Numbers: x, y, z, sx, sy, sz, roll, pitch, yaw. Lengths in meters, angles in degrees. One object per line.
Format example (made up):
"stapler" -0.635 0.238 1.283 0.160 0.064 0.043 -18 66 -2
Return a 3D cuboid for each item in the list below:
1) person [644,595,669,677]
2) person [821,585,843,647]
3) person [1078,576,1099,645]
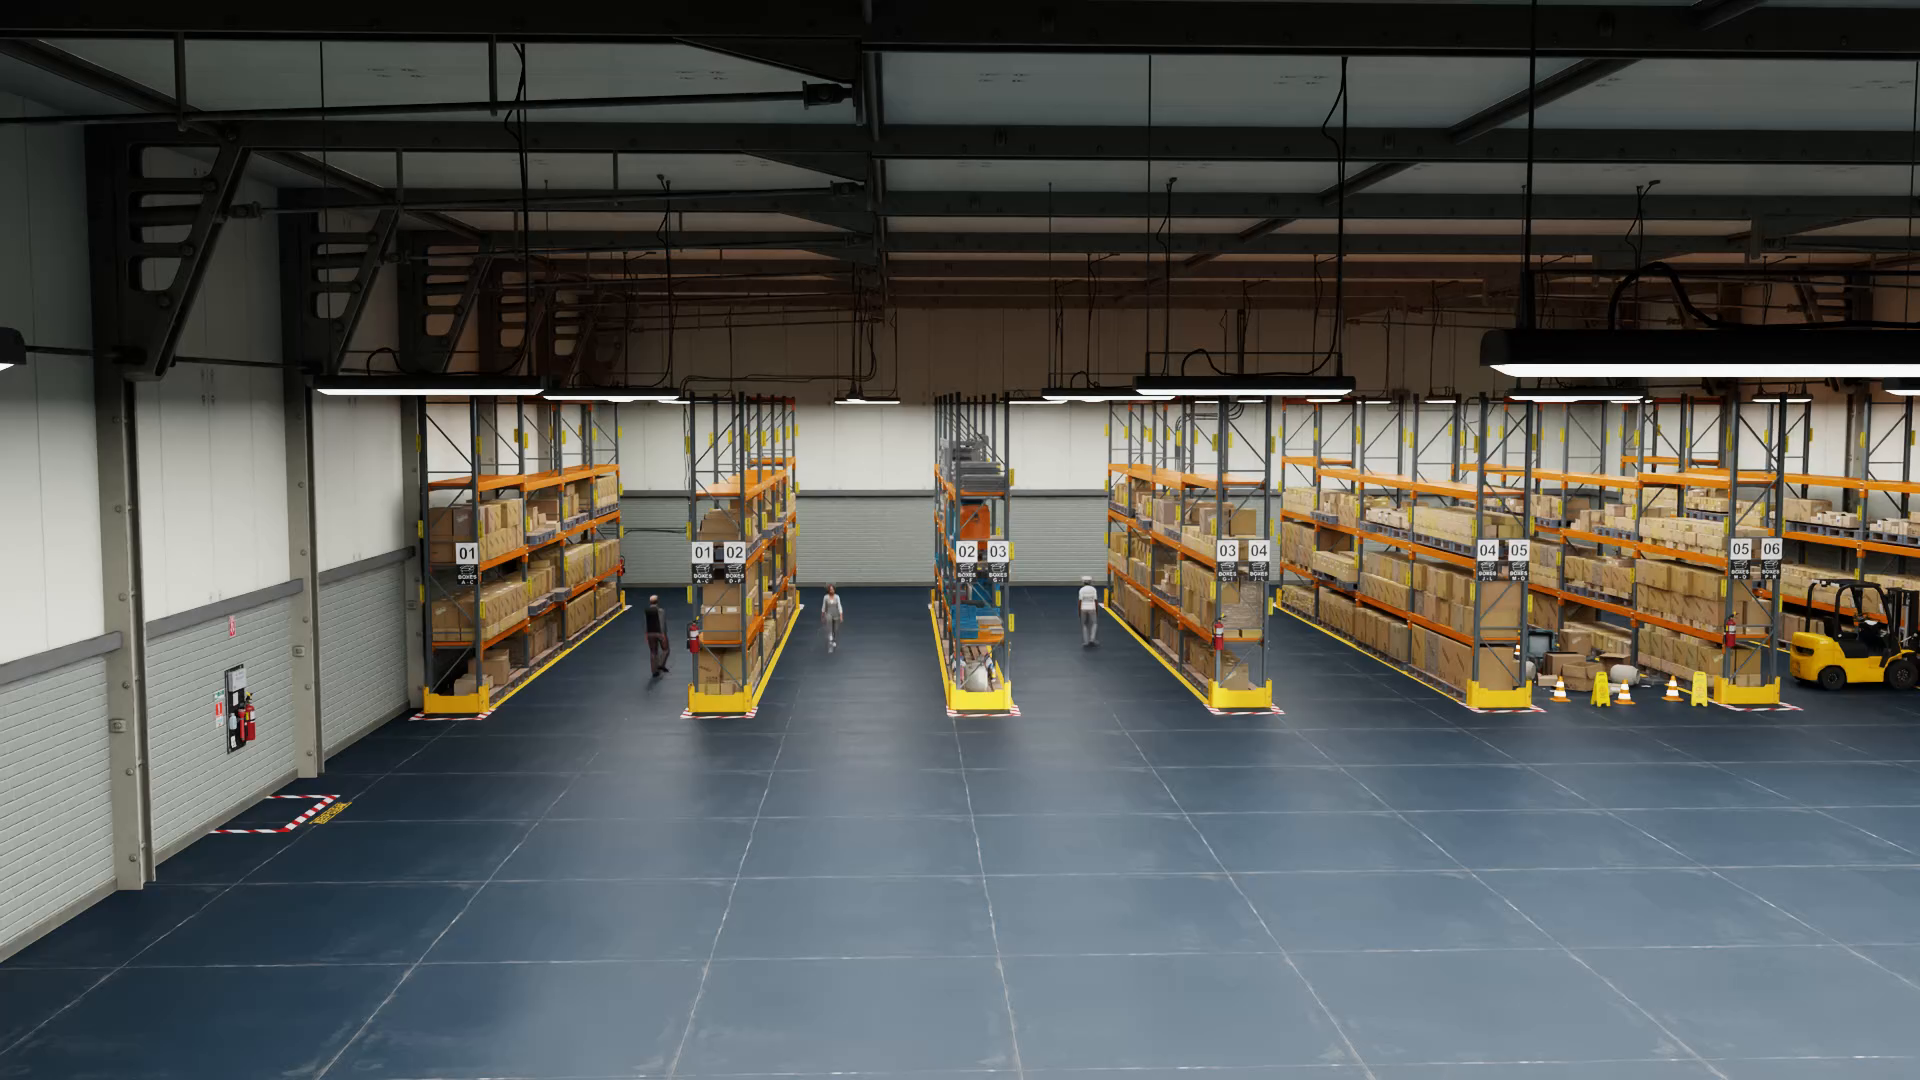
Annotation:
"person" -6.459 2.030 35.338 0.578 1.711 0.478 0 5 6
"person" -3.000 1.801 38.948 0.469 1.499 1.010 -1 5 -10
"person" 3.078 1.705 39.843 0.499 1.671 0.484 0 5 -3
